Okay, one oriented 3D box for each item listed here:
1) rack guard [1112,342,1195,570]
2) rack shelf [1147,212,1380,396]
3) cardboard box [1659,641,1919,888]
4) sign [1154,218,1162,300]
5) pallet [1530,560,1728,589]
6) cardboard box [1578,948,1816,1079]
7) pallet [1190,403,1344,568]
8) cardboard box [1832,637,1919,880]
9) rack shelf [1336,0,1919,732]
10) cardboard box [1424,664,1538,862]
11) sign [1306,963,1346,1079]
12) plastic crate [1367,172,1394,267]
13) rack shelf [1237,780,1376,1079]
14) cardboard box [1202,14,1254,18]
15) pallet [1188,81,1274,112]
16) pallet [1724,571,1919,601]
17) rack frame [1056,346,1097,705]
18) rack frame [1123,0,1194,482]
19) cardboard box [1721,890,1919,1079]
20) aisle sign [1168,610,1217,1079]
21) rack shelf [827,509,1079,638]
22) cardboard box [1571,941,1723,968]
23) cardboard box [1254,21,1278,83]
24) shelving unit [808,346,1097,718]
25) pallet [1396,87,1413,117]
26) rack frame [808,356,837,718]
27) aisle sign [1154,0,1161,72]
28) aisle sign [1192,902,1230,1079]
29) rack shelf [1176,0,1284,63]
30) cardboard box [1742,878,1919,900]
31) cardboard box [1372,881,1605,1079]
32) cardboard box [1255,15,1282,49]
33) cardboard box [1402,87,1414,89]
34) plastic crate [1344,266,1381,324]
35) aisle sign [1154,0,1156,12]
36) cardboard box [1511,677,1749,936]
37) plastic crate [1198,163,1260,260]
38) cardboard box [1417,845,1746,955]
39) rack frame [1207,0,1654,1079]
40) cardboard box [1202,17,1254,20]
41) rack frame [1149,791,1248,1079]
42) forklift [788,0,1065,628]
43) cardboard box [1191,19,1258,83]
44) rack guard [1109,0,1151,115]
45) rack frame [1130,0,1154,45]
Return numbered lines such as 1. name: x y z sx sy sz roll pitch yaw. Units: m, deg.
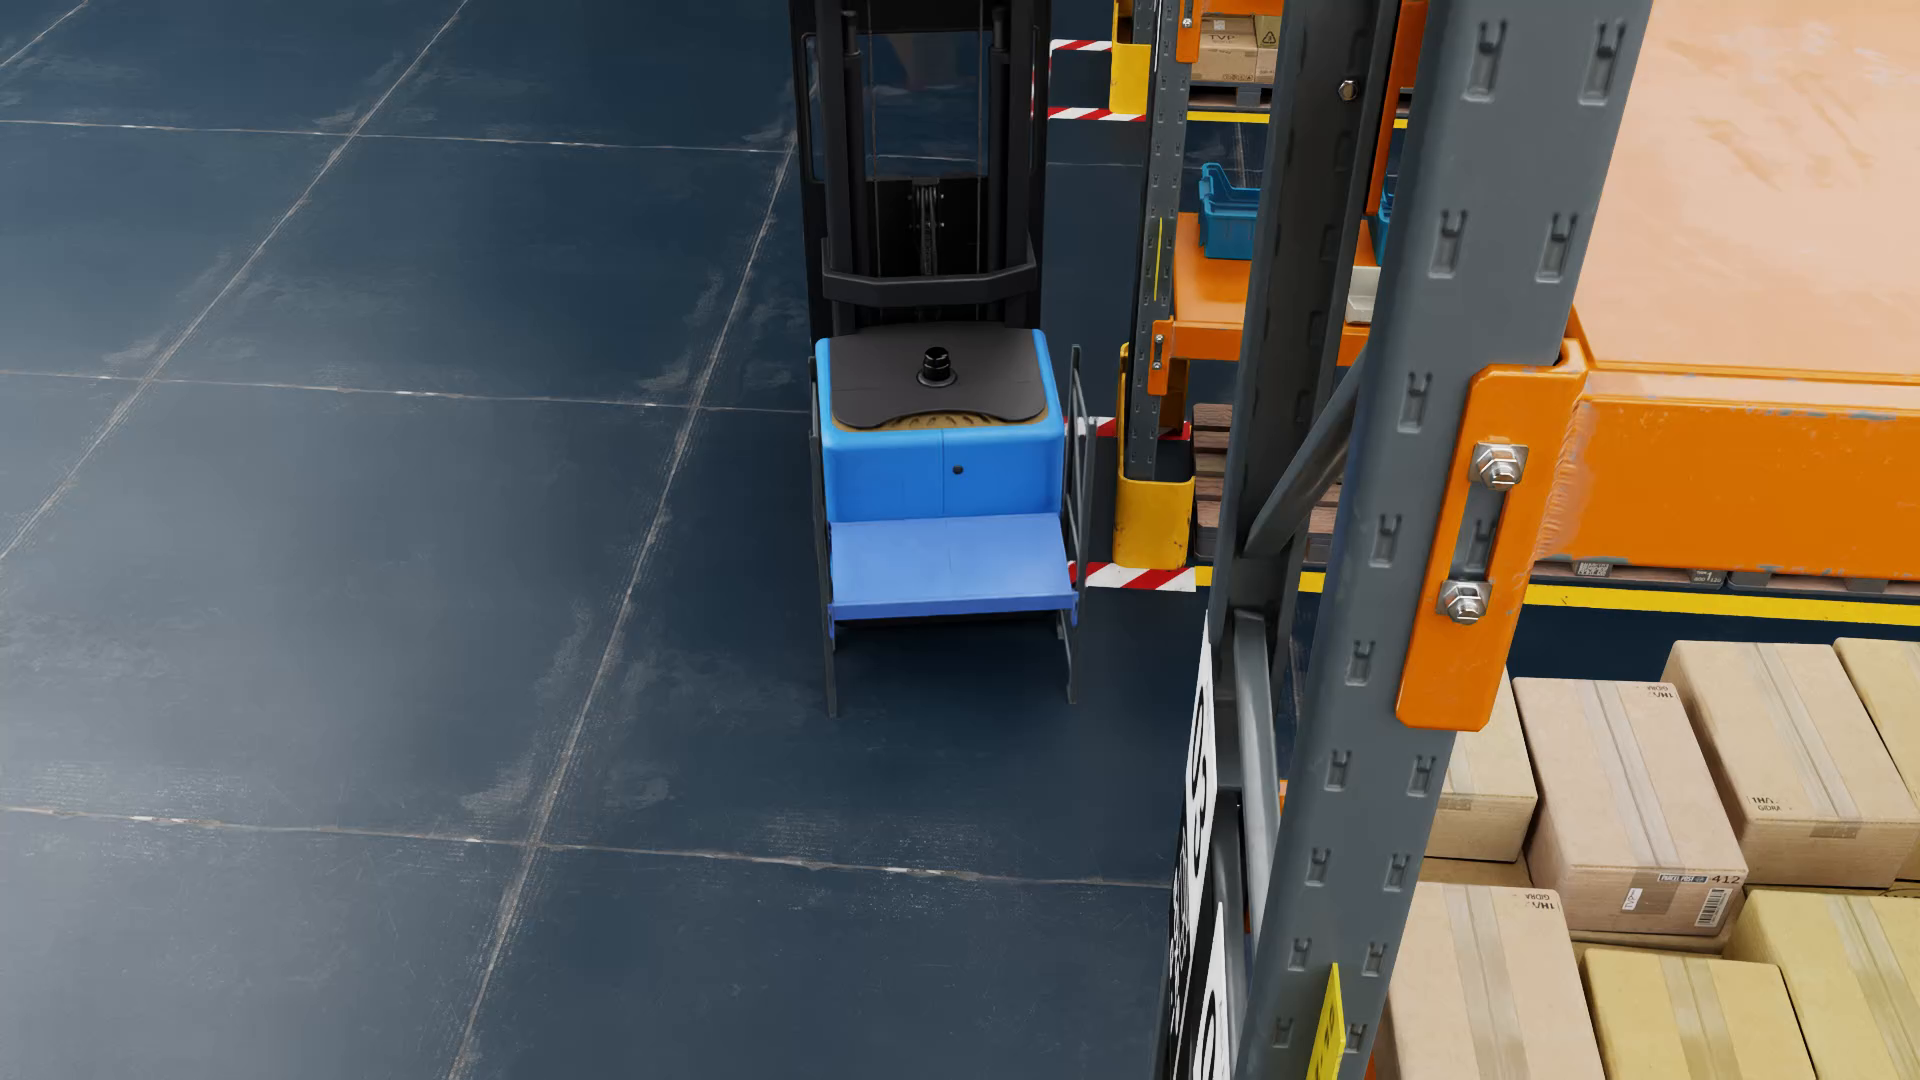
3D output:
1. rack guard: 0.931 -0.427 8.049 0.348 0.500 1.175 3 39 4
2. rack shelf: 2.844 -0.983 7.322 4.000 0.370 1.077 3 39 4
3. cardboard box: 1.259 0.337 2.557 0.250 0.149 0.380 2 39 2
4. sign: 0.800 -1.133 6.717 0.005 0.325 0.100 3 39 4
5. pallet: 2.952 -0.199 7.998 1.213 0.211 1.003 3 39 4
6. cardboard box: 0.929 0.720 2.087 0.250 0.149 0.380 4 39 5
7. pallet: 1.740 -0.267 8.082 1.213 0.211 1.003 3 39 4
8. cardboard box: 1.511 0.336 2.559 0.250 0.149 0.380 3 39 4
9. rack shelf: 2.417 -0.194 1.602 4.000 0.370 1.077 3 39 4
10. cardboard box: 0.728 0.303 2.599 0.250 0.149 0.380 3 39 4
11. sign: 0.378 0.583 1.760 0.005 0.325 0.100 3 39 4
12. plastic crate: 2.023 -1.435 7.426 0.408 0.251 0.499 3 39 4
13. rack shelf: 2.417 0.969 2.548 4.000 0.370 1.077 3 39 4
14. cardboard box: 1.843 -4.031 11.749 0.500 0.500 0.500 3 39 4
15. pallet: 2.048 -3.389 11.917 1.213 0.211 1.003 3 39 4
16. pallet: 4.171 -0.135 7.919 1.213 0.211 1.003 3 39 4
17. rack frame: 0.464 -0.026 6.745 0.032 1.500 0.500 -3 42 -3
18. rack frame: 0.852 -1.371 7.229 0.127 3.000 1.000 3 39 4
19. cardboard box: 1.191 0.656 2.166 0.250 0.149 0.380 2 39 3
20. aisle sign: 0.388 0.544 2.817 0.004 0.787 0.394 3 39 4
21. rack shelf: -0.043 0.132 6.836 1.000 0.185 0.538 -3 42 -3
22. cardboard box: 0.882 0.828 2.270 0.500 0.250 0.500 4 39 5
23. cardboard box: 2.296 -3.389 11.553 0.500 0.250 0.500 3 39 4
24. shelving unit: -0.043 -0.002 6.716 1.048 1.500 0.538 -3 42 -3
25. pallet: 3.260 -3.321 11.834 1.213 0.211 1.003 3 39 4
26. rack frame: -0.550 0.022 6.687 0.032 1.500 0.500 -3 42 -3
27. aisle sign: 0.755 -2.199 6.187 0.004 0.787 0.394 3 39 4
28. aisle sign: 0.337 0.921 2.353 0.004 0.787 0.394 3 39 4
29. rack shelf: 2.844 -2.146 6.375 4.000 0.370 1.077 3 39 4
30. cardboard box: 1.424 0.531 2.635 0.500 0.250 0.500 3 39 4
31. cardboard box: 0.679 0.645 2.179 0.250 0.149 0.380 3 39 4
32. cardboard box: 2.296 -3.678 11.315 0.500 0.500 0.500 3 39 4
33. cardboard box: 3.292 -3.331 11.482 0.500 0.250 0.500 3 39 4
34. plastic crate: 1.715 -1.018 7.004 0.250 0.136 0.298 3 39 4
35. aisle sign: 0.805 -2.570 6.642 0.004 0.787 0.394 3 39 4
36. cardboard box: 0.977 0.391 2.491 0.250 0.149 0.380 2 39 2
37. plastic crate: 1.376 -1.474 7.473 0.616 0.251 0.499 3 39 4
38. cardboard box: 0.926 0.505 2.666 0.500 0.250 0.500 4 39 5
39. rack frame: 0.424 -0.583 1.508 0.127 3.000 1.000 3 39 4
40. cardboard box: 1.842 -3.739 11.984 0.500 0.250 0.500 3 39 4
41. rack frame: 0.424 1.744 3.402 0.127 3.000 1.000 3 39 4
42. forklift: -0.185 -1.668 7.648 1.130 2.935 3.031 -3 39 -4
43. cardboard box: 1.798 -3.413 11.584 0.500 0.250 0.500 3 39 4
44. rack guard: 1.259 -3.518 11.847 0.348 0.500 1.175 3 39 4
45. rack frame: 1.283 -4.486 11.056 0.127 3.000 1.000 3 39 4
